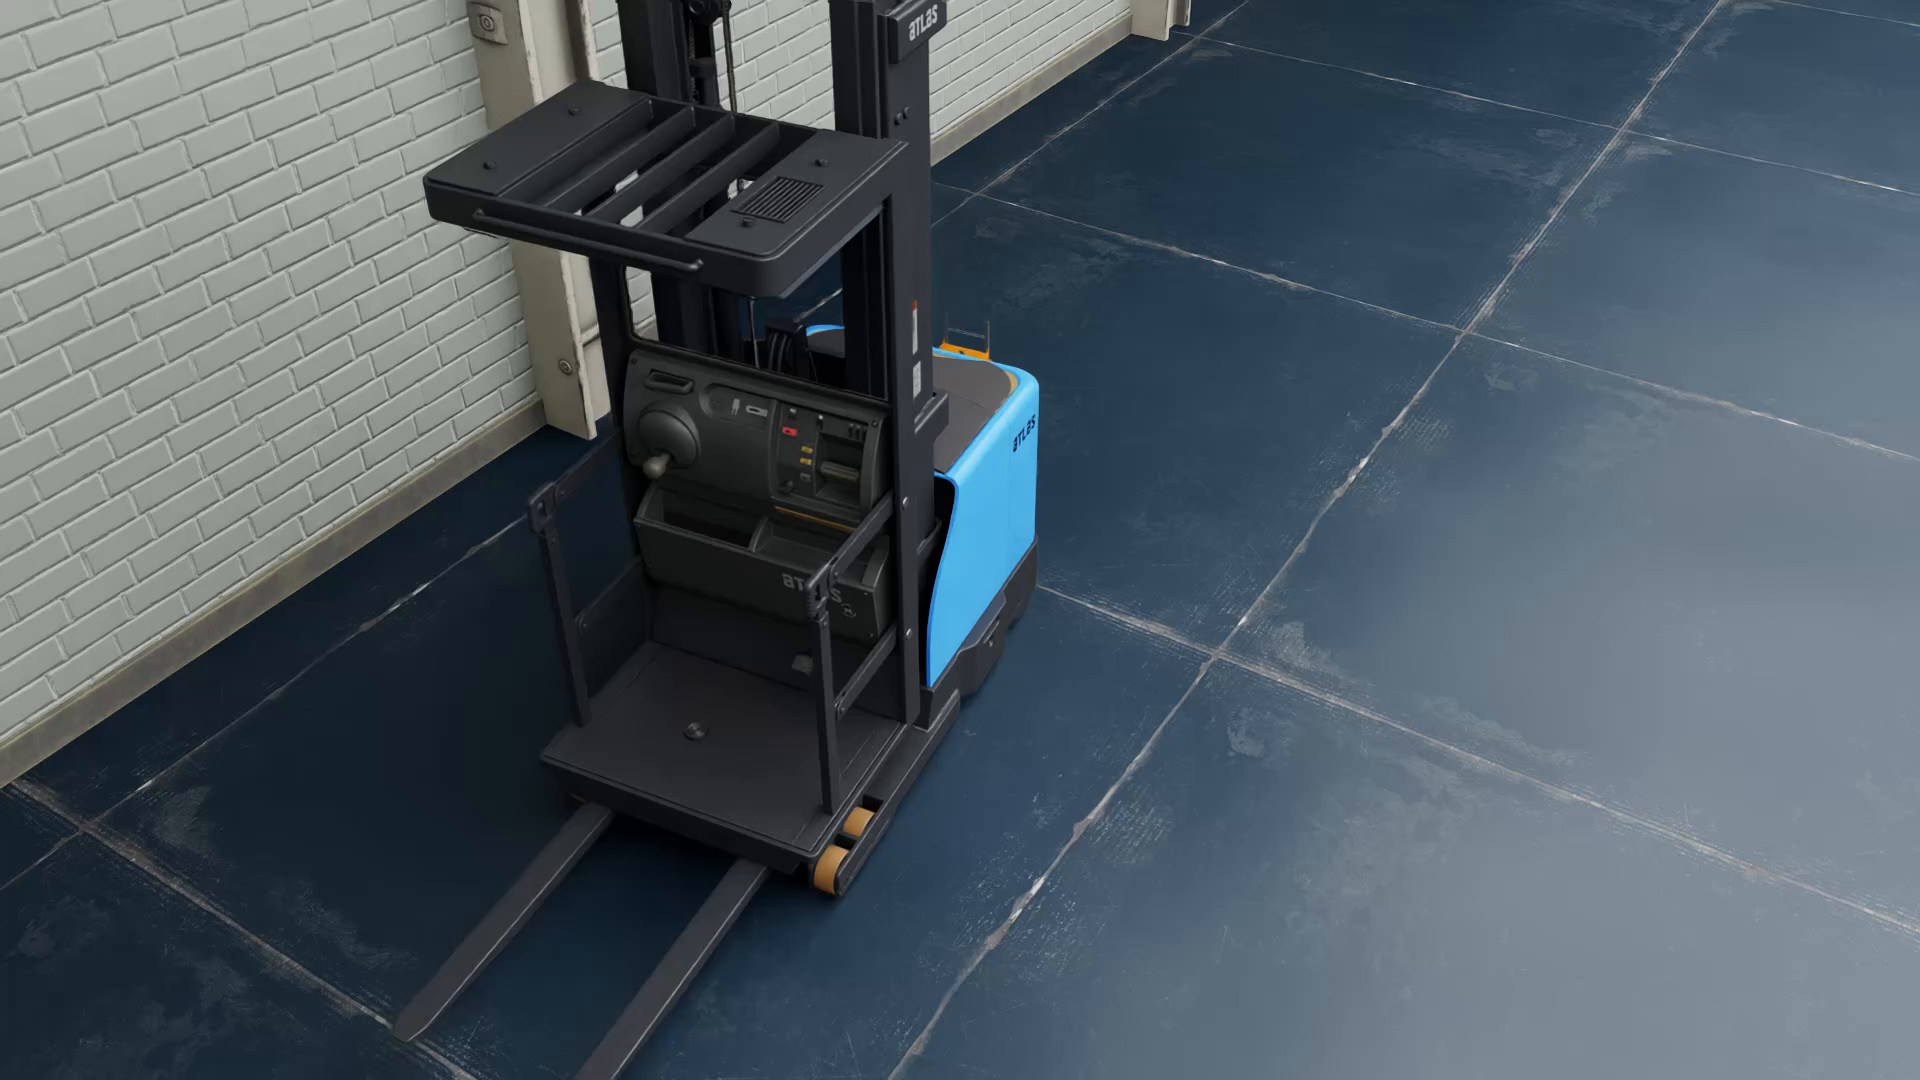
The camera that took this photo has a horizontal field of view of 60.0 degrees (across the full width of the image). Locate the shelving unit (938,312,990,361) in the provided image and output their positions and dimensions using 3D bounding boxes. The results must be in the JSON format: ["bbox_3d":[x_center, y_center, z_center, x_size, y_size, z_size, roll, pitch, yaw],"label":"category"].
[{"bbox_3d":[-0.024,-0.413,6.925,0.215,1.050,0.252,16,40,19],"label":"shelving unit"}]

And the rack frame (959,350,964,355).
[{"bbox_3d":[-0.076,-0.345,6.837,0.200,1.050,0.008,16,40,19],"label":"rack frame"}]

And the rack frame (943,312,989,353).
[{"bbox_3d":[0.027,-0.481,7.013,0.200,1.050,0.008,16,40,19],"label":"rack frame"}]

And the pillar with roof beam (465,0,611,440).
[{"bbox_3d":[1.860,-2.778,3.483,9.100,9.000,0.400,21,42,25],"label":"pillar with roof beam"}]

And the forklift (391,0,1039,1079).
[{"bbox_3d":[-0.761,-0.257,5.183,1.130,2.935,3.031,16,40,19],"label":"forklift"}]

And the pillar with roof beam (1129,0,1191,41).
[{"bbox_3d":[5.075,-5.871,7.496,9.100,9.000,0.400,21,42,25],"label":"pillar with roof beam"}]

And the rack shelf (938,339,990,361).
[{"bbox_3d":[-0.025,-0.629,6.759,0.215,0.259,0.240,16,40,19],"label":"rack shelf"}]
